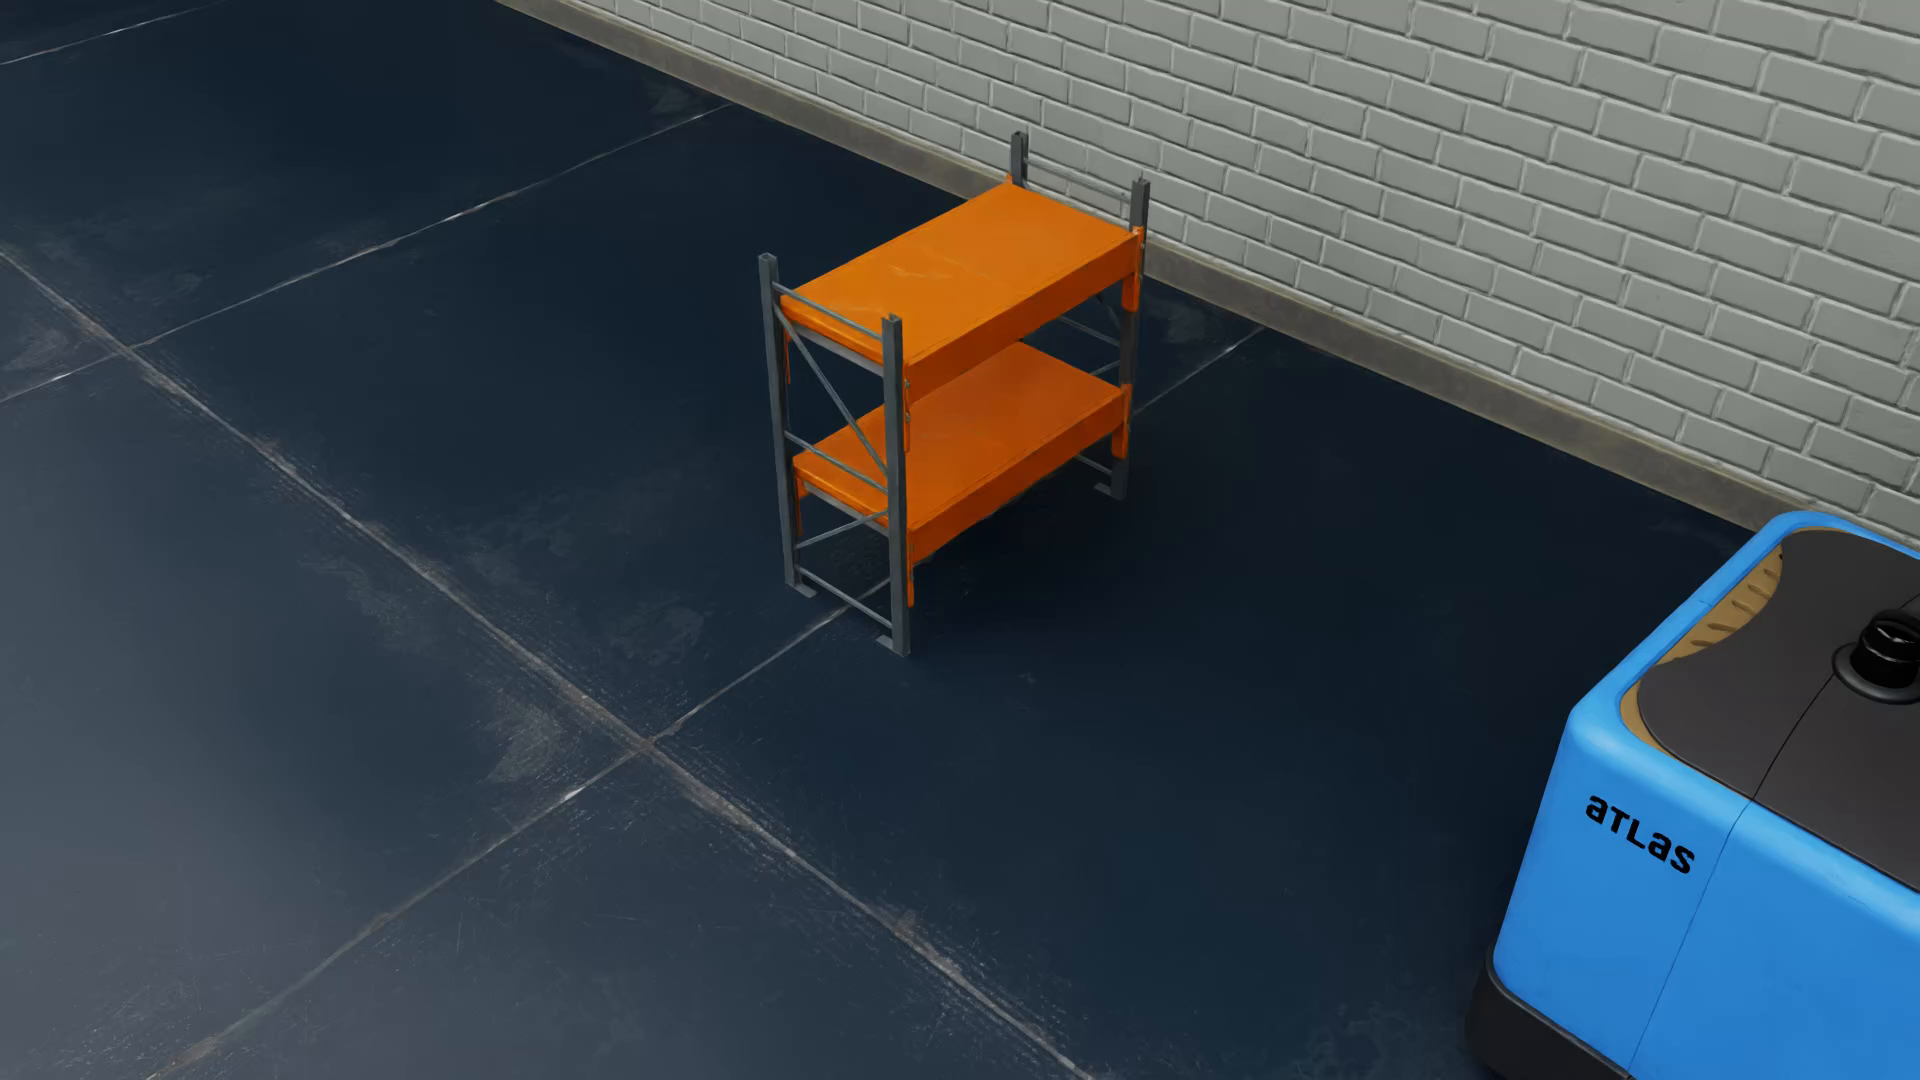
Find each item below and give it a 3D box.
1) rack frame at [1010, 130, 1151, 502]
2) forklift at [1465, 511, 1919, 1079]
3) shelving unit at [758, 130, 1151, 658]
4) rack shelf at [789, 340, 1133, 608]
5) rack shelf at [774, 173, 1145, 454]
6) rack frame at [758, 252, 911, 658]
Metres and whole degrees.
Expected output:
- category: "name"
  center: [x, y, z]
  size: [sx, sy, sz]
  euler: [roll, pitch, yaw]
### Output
- category: "rack frame"
  center: [0.348, -0.677, 5.198]
  size: [0.500, 1.125, 0.032]
  euler: [30, 47, 32]
- category: "forklift"
  center: [2.522, 0.470, 2.304]
  size: [1.130, 2.935, 3.031]
  euler: [-31, 48, -33]
- category: "shelving unit"
  center: [0.005, -0.443, 4.904]
  size: [0.538, 1.125, 1.048]
  euler: [30, 47, 32]
- category: "rack shelf"
  center: [0.005, -0.252, 5.056]
  size: [0.538, 0.278, 1.000]
  euler: [30, 47, 32]
- category: "rack shelf"
  center: [0.005, -0.672, 4.722]
  size: [0.538, 0.278, 1.000]
  euler: [30, 47, 32]
- category: "rack frame"
  center: [-0.338, -0.210, 4.610]
  size: [0.500, 1.125, 0.032]
  euler: [30, 47, 32]
